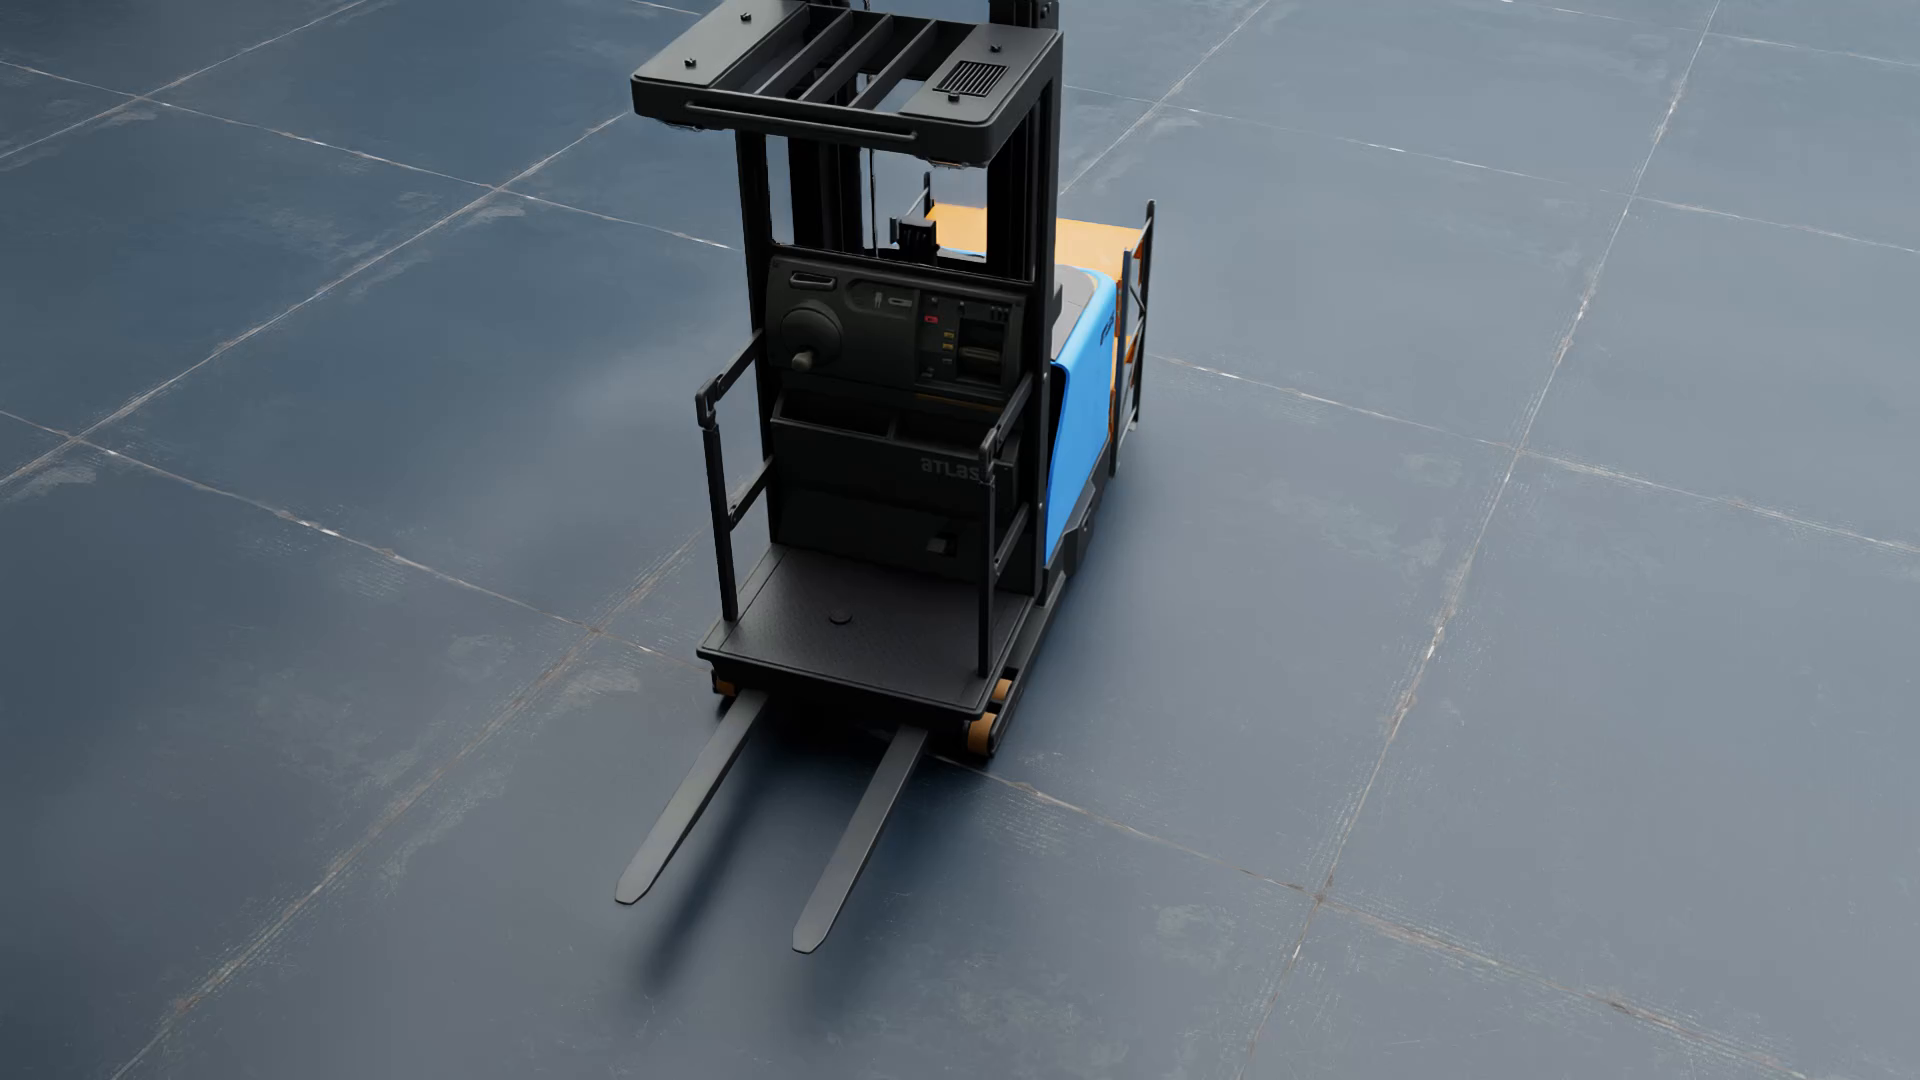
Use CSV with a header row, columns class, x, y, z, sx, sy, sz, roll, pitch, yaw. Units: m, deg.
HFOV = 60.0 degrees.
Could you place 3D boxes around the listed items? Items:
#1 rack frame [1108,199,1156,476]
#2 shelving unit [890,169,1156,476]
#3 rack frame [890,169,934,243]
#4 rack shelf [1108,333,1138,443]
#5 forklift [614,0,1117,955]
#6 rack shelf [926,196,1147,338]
class,x,y,z,sx,sy,sz,roll,pitch,yaw
rack frame,0.760,-0.882,7.354,0.032,1.125,0.500,11,39,14
shelving unit,0.276,-0.975,7.476,1.048,1.125,0.538,11,39,14
rack frame,-0.209,-1.067,7.598,0.032,1.125,0.500,11,39,14
rack shelf,0.276,-0.780,7.624,1.000,0.278,0.538,11,39,14
forklift,-0.296,-0.655,5.562,1.130,2.935,3.031,11,39,15
rack shelf,0.276,-1.208,7.299,1.000,0.278,0.538,11,39,14
